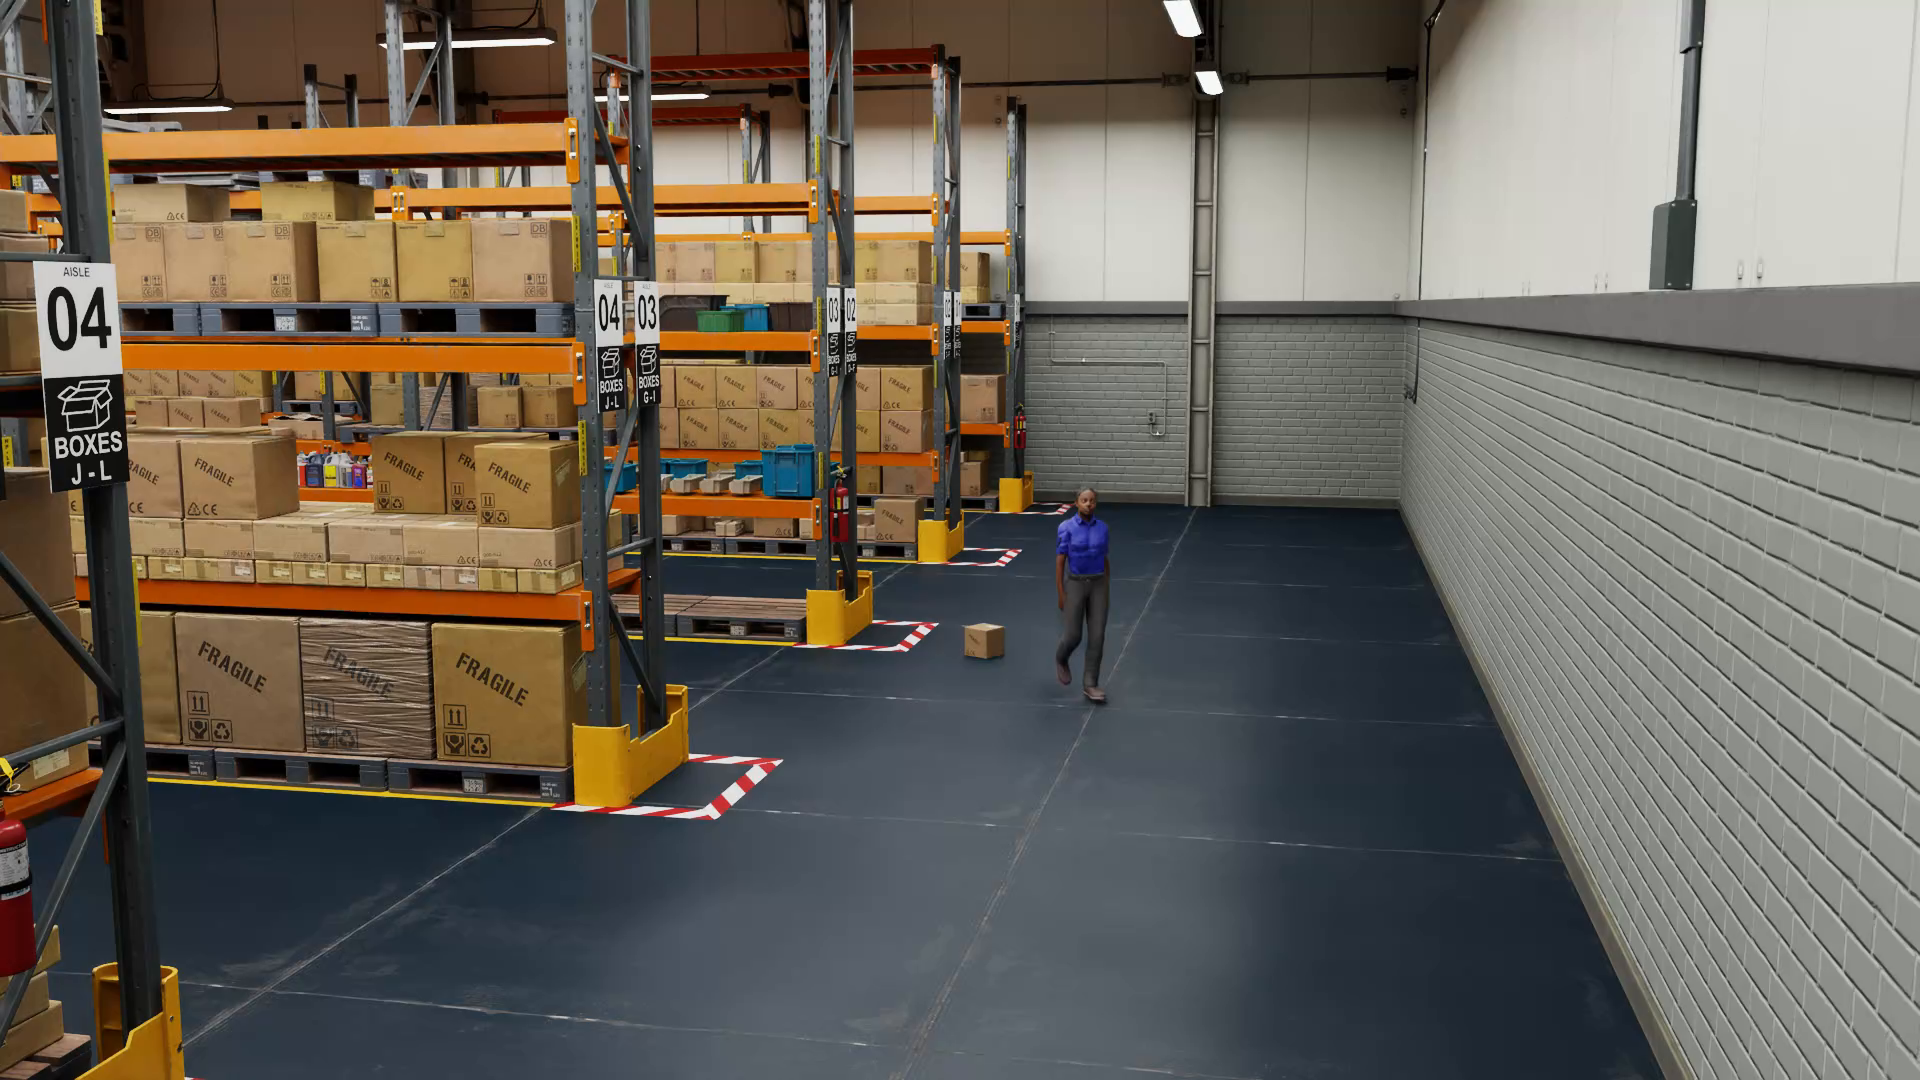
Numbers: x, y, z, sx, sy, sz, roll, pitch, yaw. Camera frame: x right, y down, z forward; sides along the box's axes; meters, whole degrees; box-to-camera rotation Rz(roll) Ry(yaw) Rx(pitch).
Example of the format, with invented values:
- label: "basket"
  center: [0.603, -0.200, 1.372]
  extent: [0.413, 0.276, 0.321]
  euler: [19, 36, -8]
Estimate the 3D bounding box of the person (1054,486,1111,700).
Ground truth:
- label: "person"
  center: [0.951, 0.394, 12.927]
  extent: [0.447, 1.638, 0.605]
  euler: [-2, 8, -16]
